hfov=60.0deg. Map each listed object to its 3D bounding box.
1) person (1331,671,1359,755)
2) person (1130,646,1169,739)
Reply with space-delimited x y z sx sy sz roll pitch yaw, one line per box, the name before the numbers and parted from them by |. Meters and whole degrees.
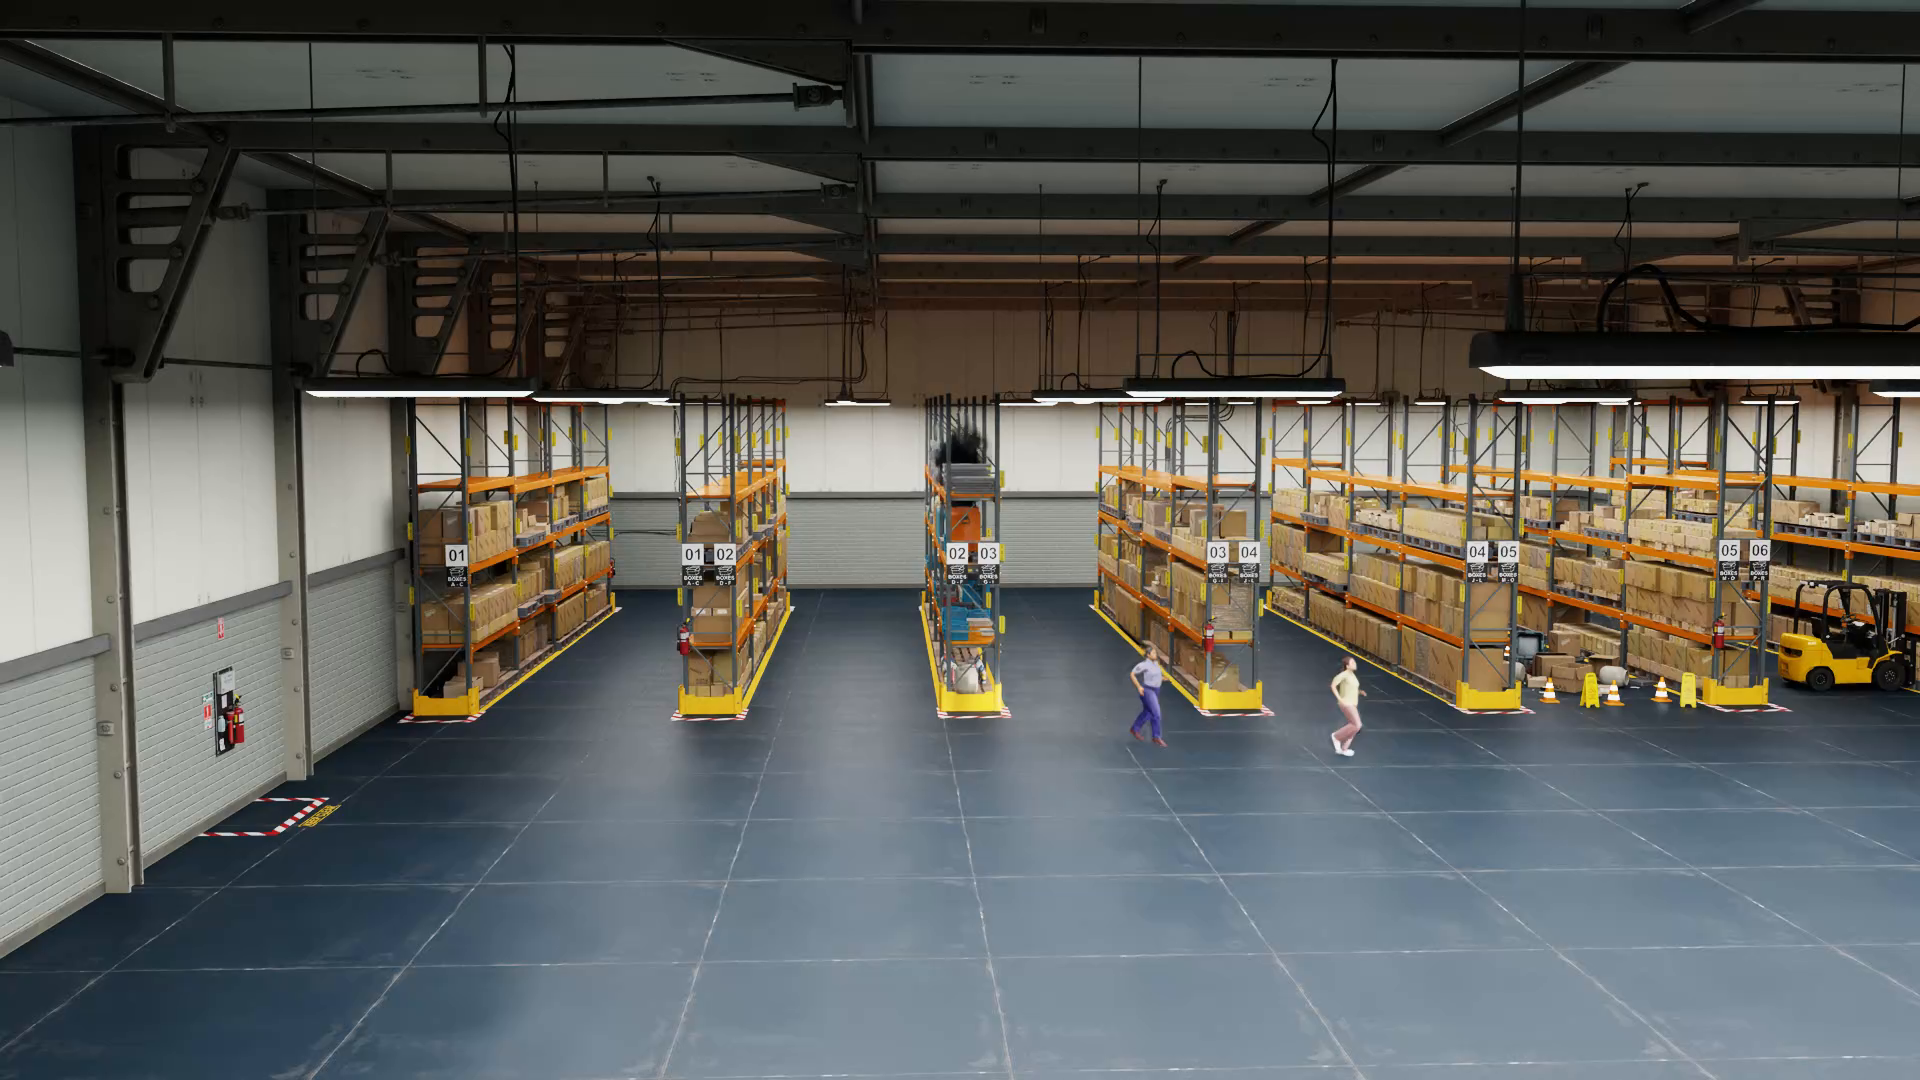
person | 6.382 2.852 27.493 0.388 1.396 0.568 3 6 38
person | 3.223 2.584 28.345 0.731 1.554 0.588 3 5 30
